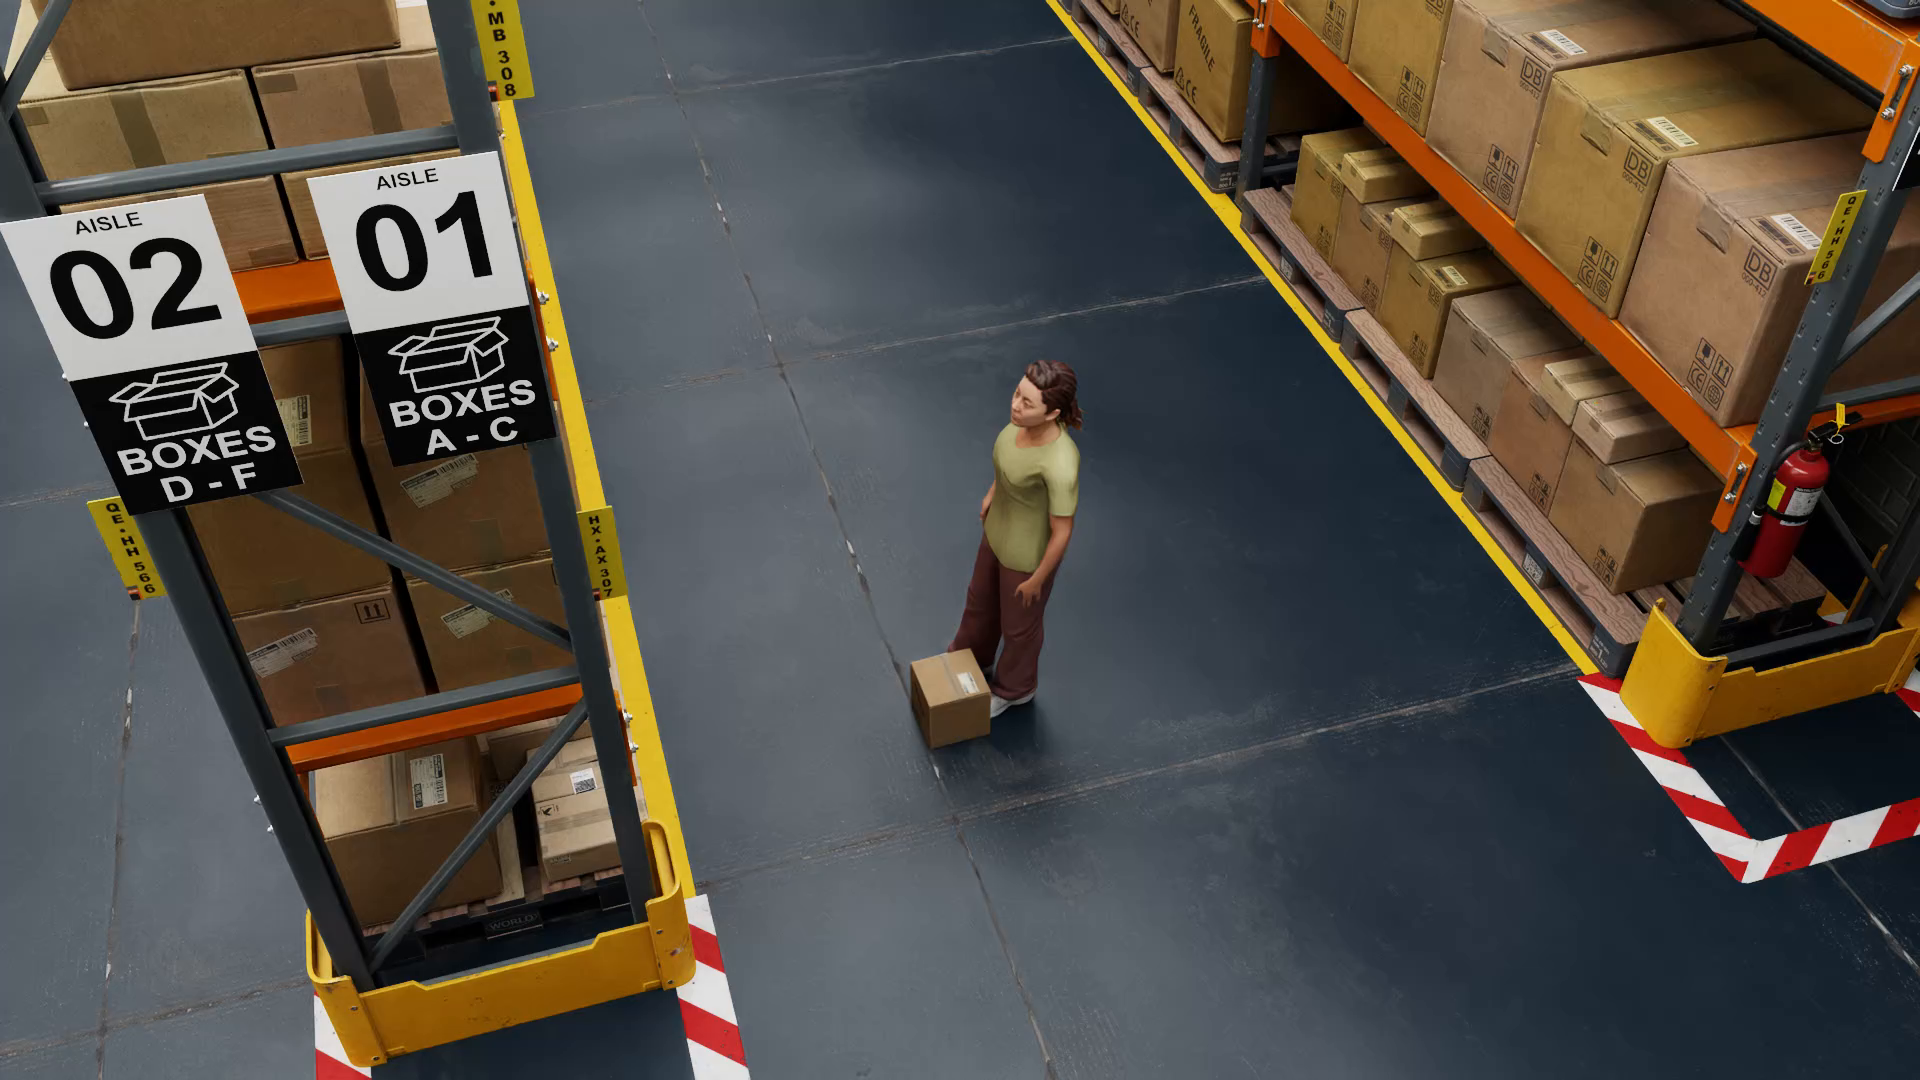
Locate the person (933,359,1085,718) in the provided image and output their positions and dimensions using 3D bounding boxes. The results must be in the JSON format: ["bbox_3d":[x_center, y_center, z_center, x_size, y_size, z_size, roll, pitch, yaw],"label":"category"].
[{"bbox_3d":[0.160,0.026,6.120,0.549,1.674,0.551,-12,44,-13],"label":"person"}]
